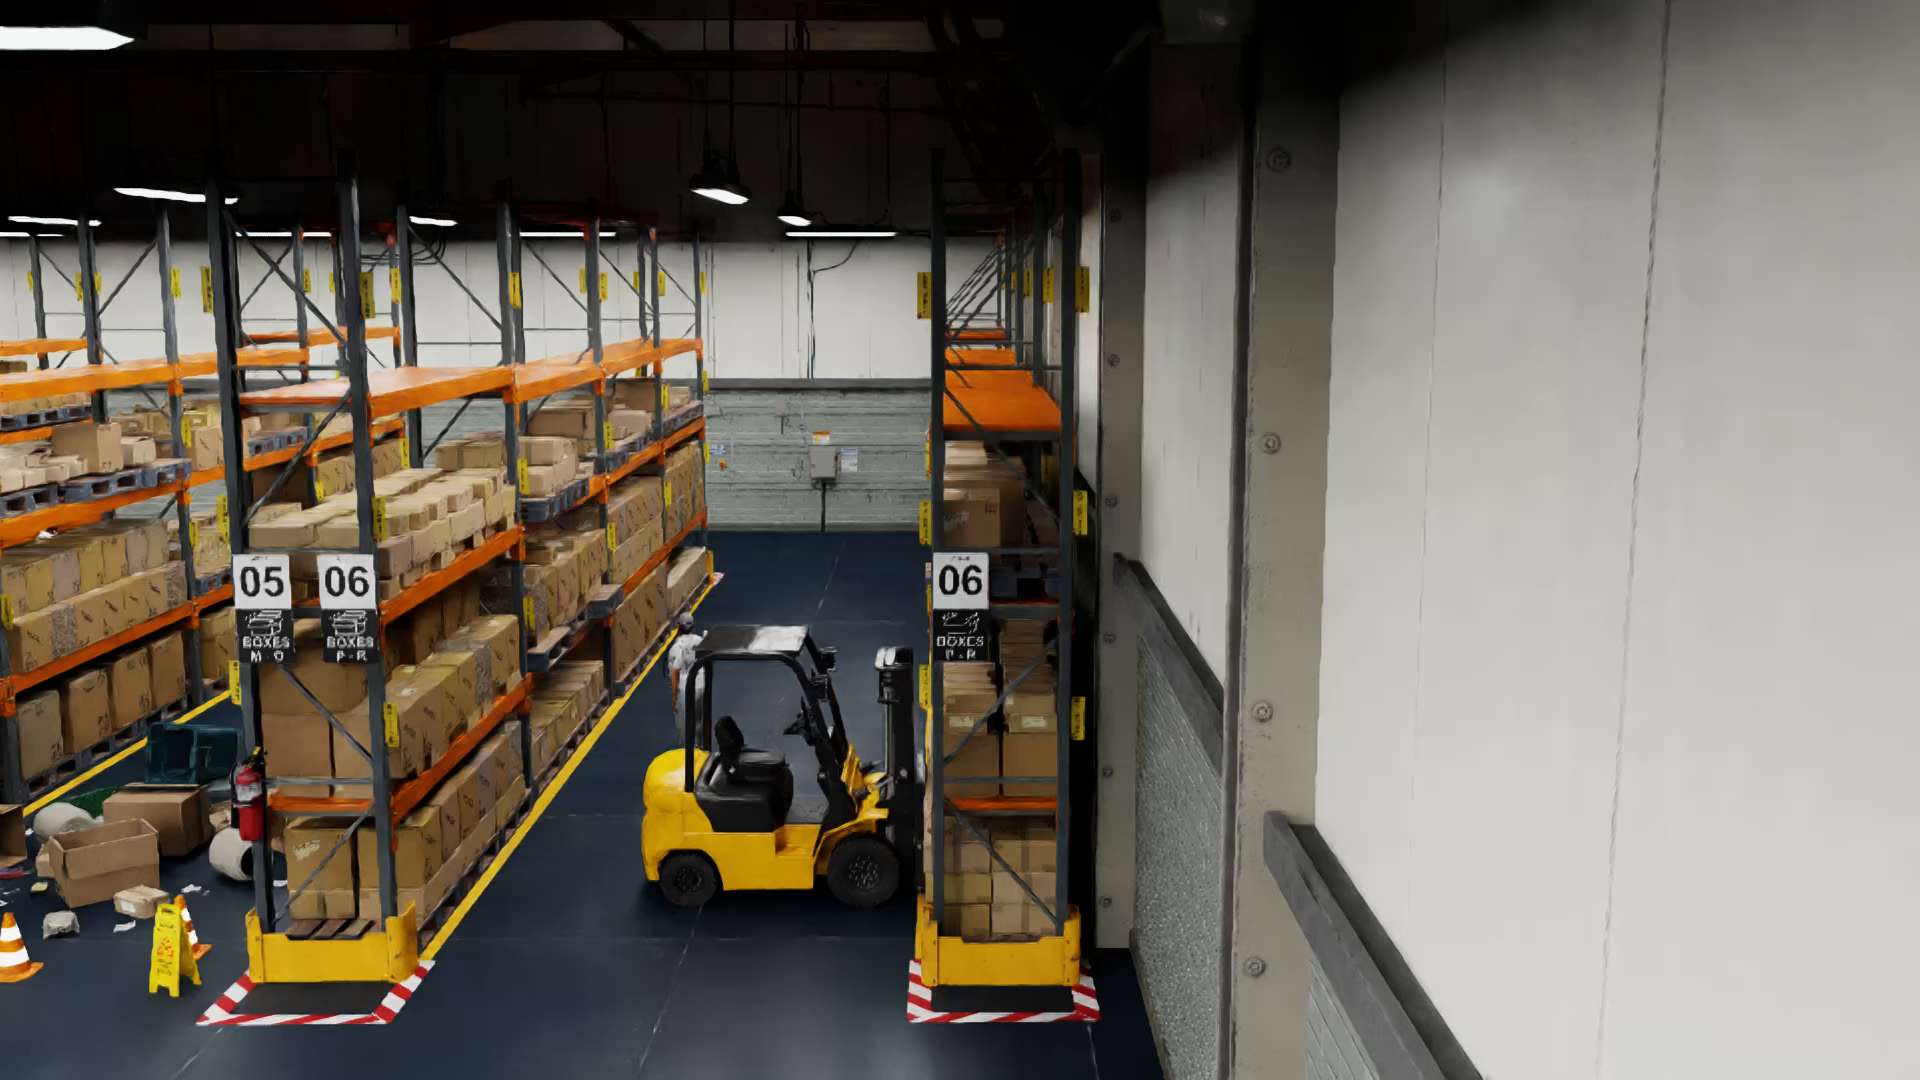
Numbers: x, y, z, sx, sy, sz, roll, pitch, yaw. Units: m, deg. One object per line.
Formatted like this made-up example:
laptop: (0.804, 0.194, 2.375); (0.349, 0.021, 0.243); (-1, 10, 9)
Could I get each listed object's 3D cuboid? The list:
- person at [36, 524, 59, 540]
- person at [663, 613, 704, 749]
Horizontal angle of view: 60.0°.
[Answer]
person: (-12.959, 0.463, 23.842); (0.480, 1.787, 0.628); (-3, 9, -16)
person: (-2.872, 1.582, 17.340); (0.478, 1.667, 0.523); (5, 10, 29)
